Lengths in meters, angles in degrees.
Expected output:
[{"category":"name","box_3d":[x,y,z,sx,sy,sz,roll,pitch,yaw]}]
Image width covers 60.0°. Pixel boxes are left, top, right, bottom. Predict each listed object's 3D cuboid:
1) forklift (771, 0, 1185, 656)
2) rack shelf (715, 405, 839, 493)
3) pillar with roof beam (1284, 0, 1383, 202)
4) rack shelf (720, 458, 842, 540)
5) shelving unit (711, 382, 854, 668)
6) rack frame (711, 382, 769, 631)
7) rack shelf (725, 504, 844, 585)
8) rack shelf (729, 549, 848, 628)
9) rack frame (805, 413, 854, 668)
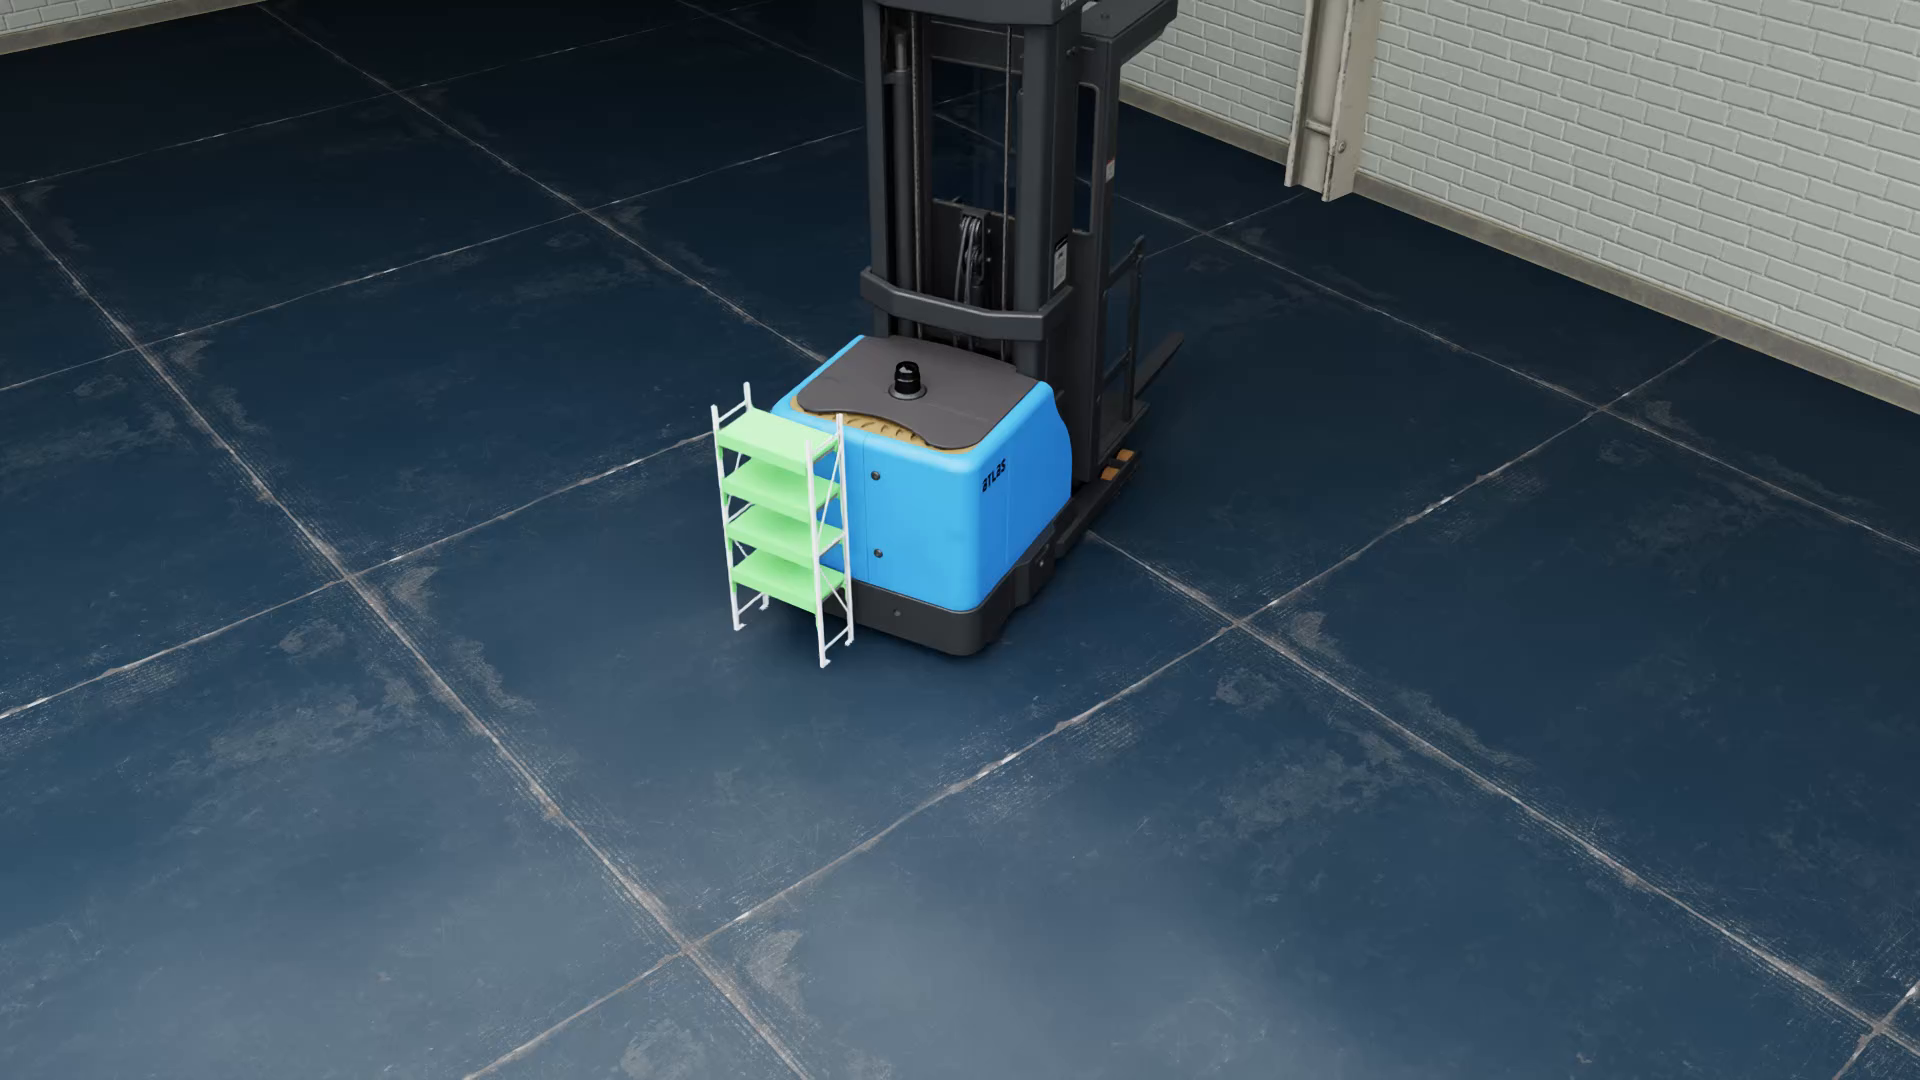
[{"category":"forklift","box_3d":[0.292,-1.516,7.855,1.130,2.935,3.031,17,39,22]},{"category":"rack shelf","box_3d":[-0.765,-0.391,7.043,0.480,0.148,0.258,20,40,26]},{"category":"pillar with roof beam","box_3d":[-0.744,-4.562,6.906,9.100,9.000,0.400,-26,43,-32]},{"category":"rack shelf","box_3d":[-0.764,-0.196,7.183,0.480,0.148,0.258,20,40,26]},{"category":"shelving unit","box_3d":[-0.764,-0.053,7.285,0.503,1.200,0.258,20,40,26]},{"category":"rack frame","box_3d":[-0.971,-0.128,7.391,0.015,1.200,0.240,20,40,26]},{"category":"rack shelf","box_3d":[-0.764,-0.001,7.322,0.480,0.148,0.258,20,40,26]},{"category":"rack shelf","box_3d":[-0.763,0.195,7.462,0.480,0.148,0.258,20,40,26]},{"category":"rack frame","box_3d":[-0.557,0.022,7.179,0.015,1.200,0.240,20,40,26]}]
